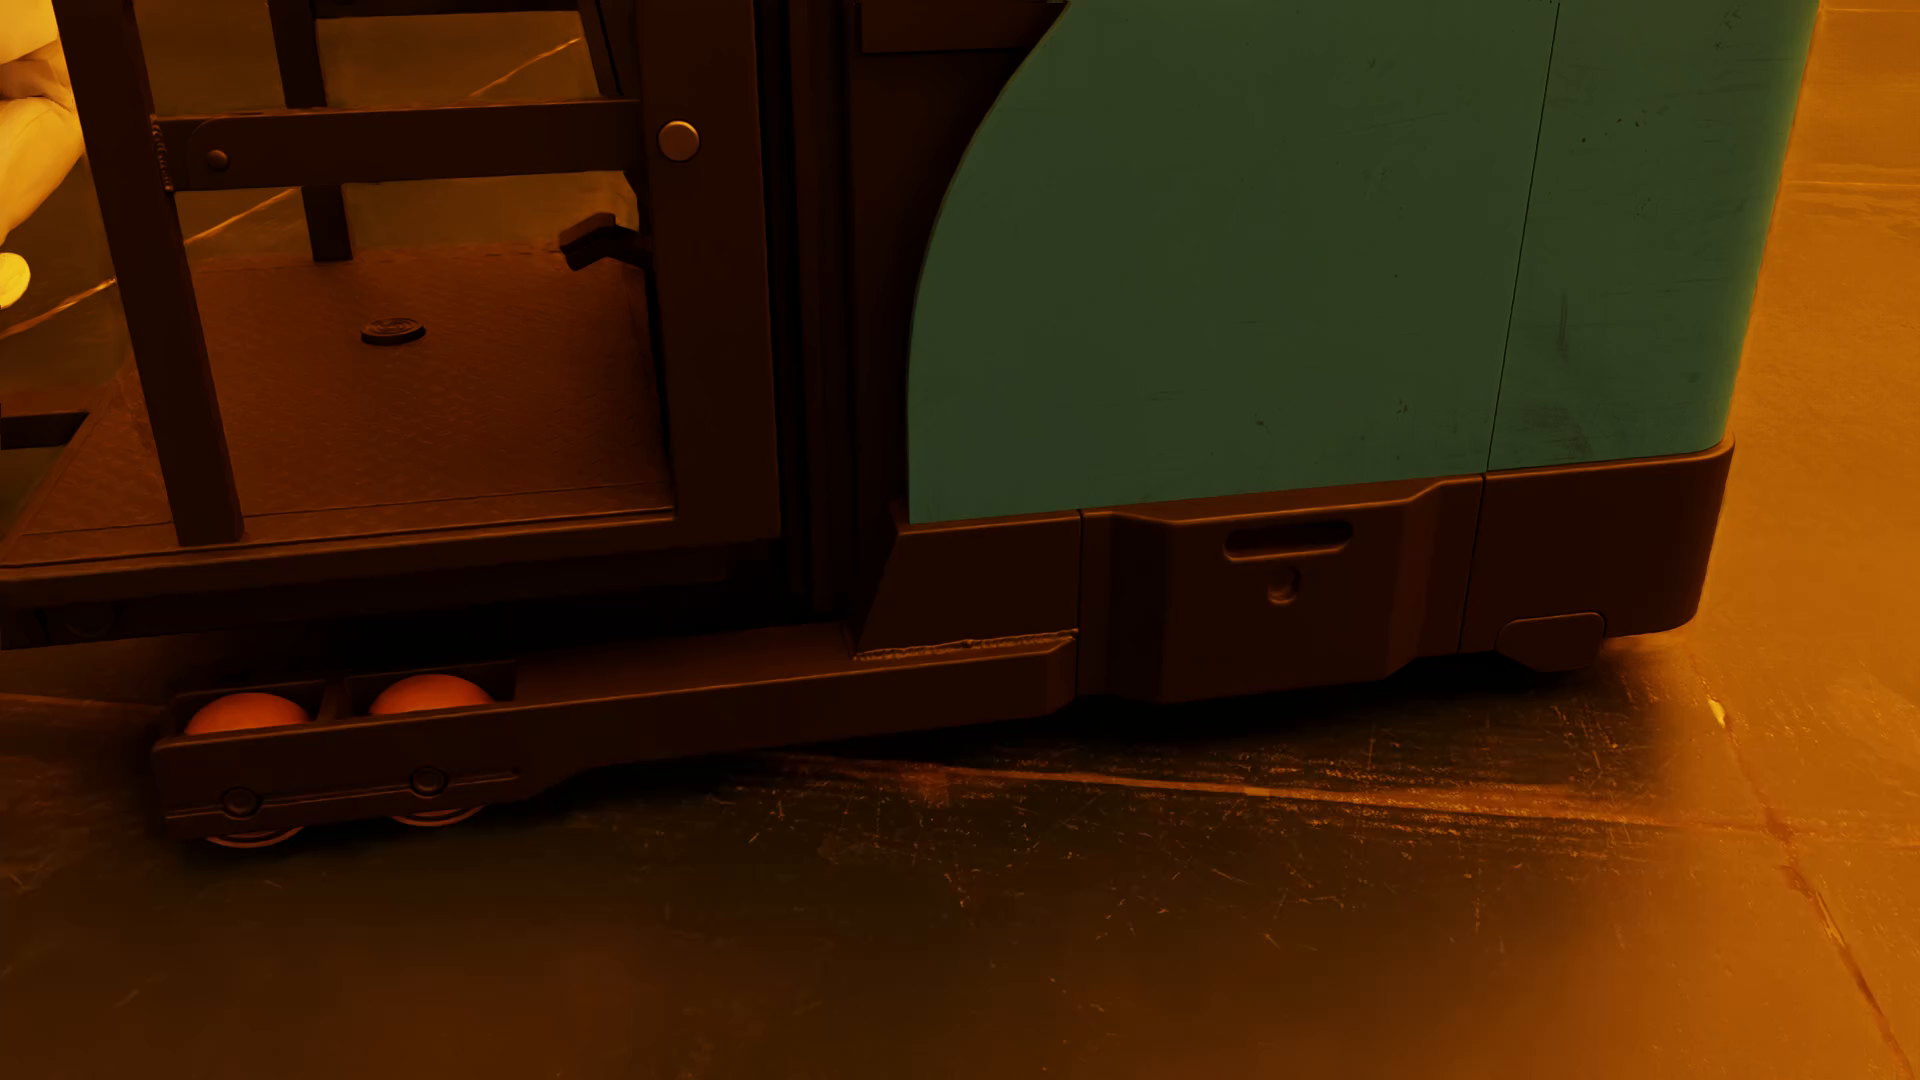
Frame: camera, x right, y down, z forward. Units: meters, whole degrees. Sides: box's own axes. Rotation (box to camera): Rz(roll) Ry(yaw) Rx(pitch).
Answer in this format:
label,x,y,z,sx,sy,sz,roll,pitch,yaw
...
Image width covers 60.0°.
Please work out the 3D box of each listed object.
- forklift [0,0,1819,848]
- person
label,x,y,z,sx,sy,sz,roll,pitch,yaw
forklift,-0.604,-1.232,1.685,3.031,2.935,1.130,-5,27,-10
person,-2.156,-1.222,2.941,1.087,1.732,0.804,2,27,5
